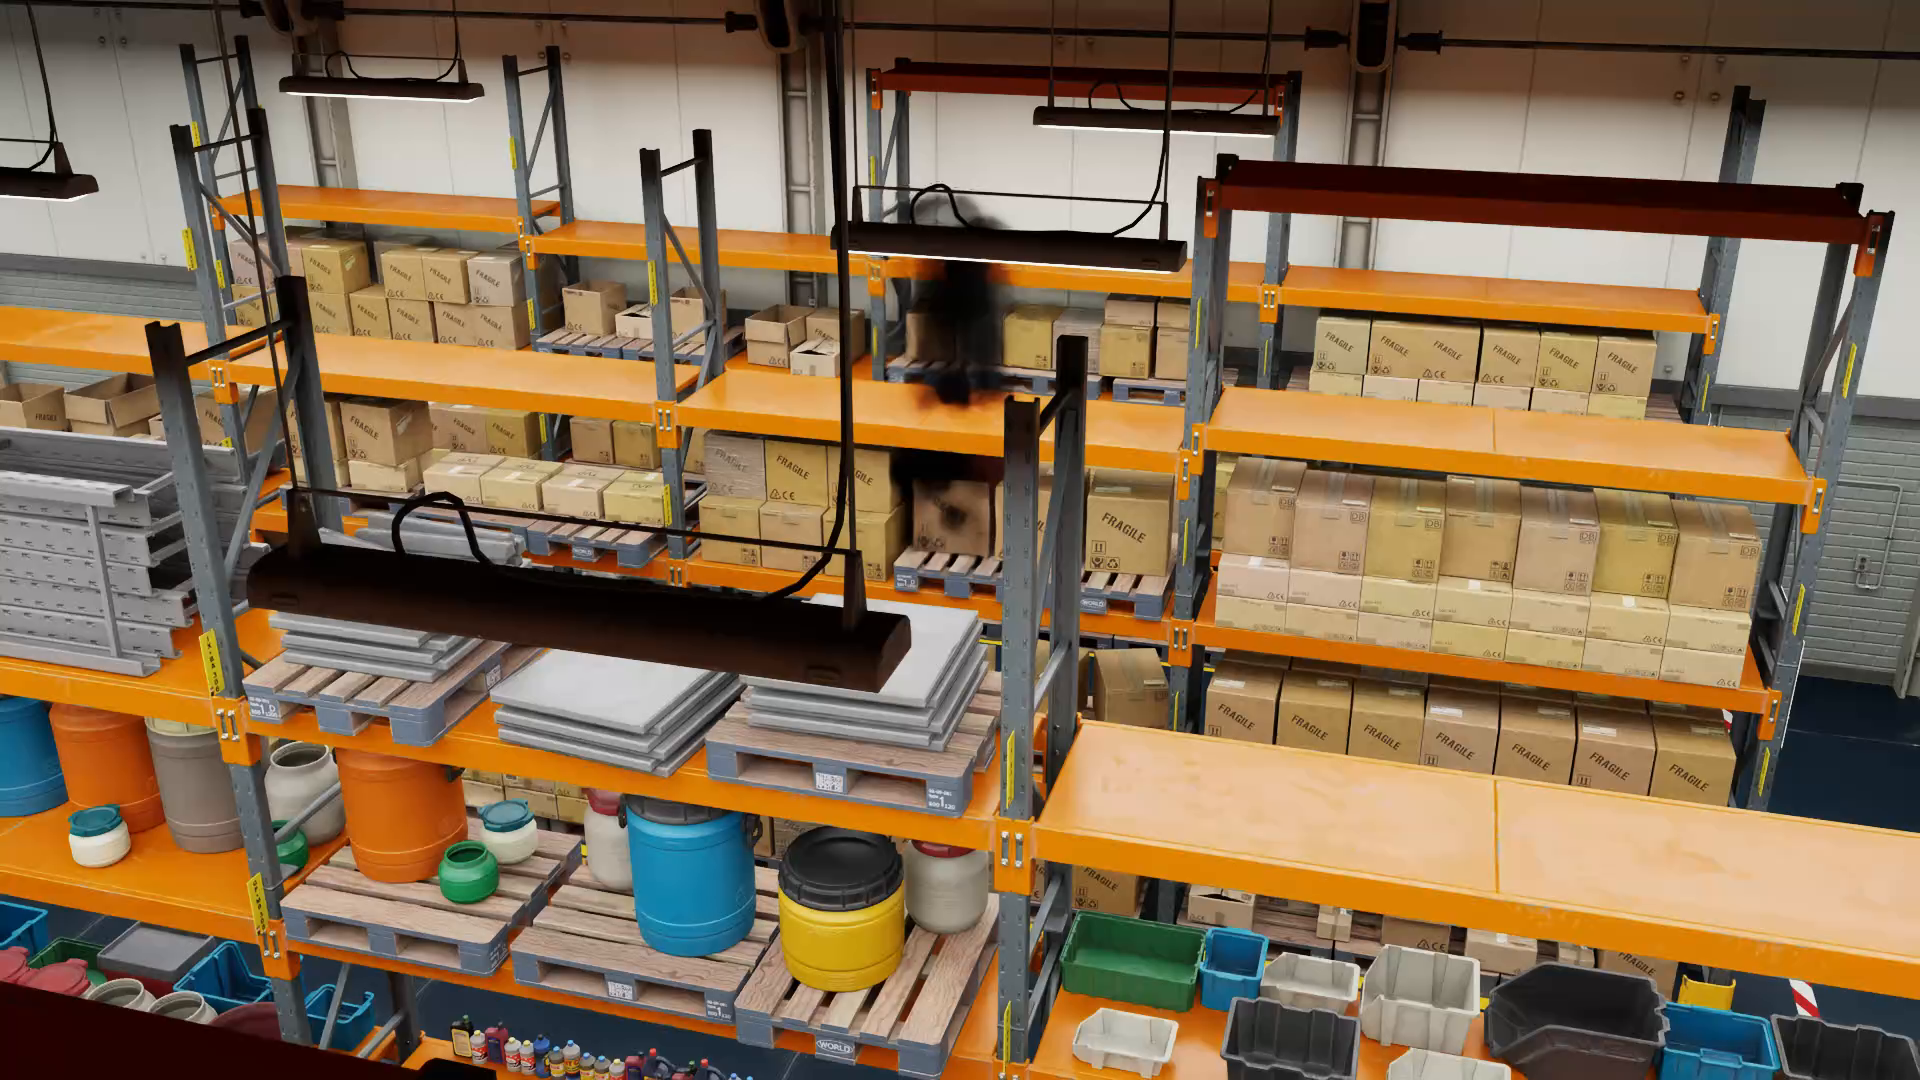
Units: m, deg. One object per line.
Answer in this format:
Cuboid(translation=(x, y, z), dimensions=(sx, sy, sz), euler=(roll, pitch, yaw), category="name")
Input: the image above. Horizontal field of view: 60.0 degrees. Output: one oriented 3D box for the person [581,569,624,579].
Cuboid(translation=(-3.683, 0.651, 16.908), dimensions=(0.659, 1.740, 0.637), euler=(-2, 23, -4), category="person")
